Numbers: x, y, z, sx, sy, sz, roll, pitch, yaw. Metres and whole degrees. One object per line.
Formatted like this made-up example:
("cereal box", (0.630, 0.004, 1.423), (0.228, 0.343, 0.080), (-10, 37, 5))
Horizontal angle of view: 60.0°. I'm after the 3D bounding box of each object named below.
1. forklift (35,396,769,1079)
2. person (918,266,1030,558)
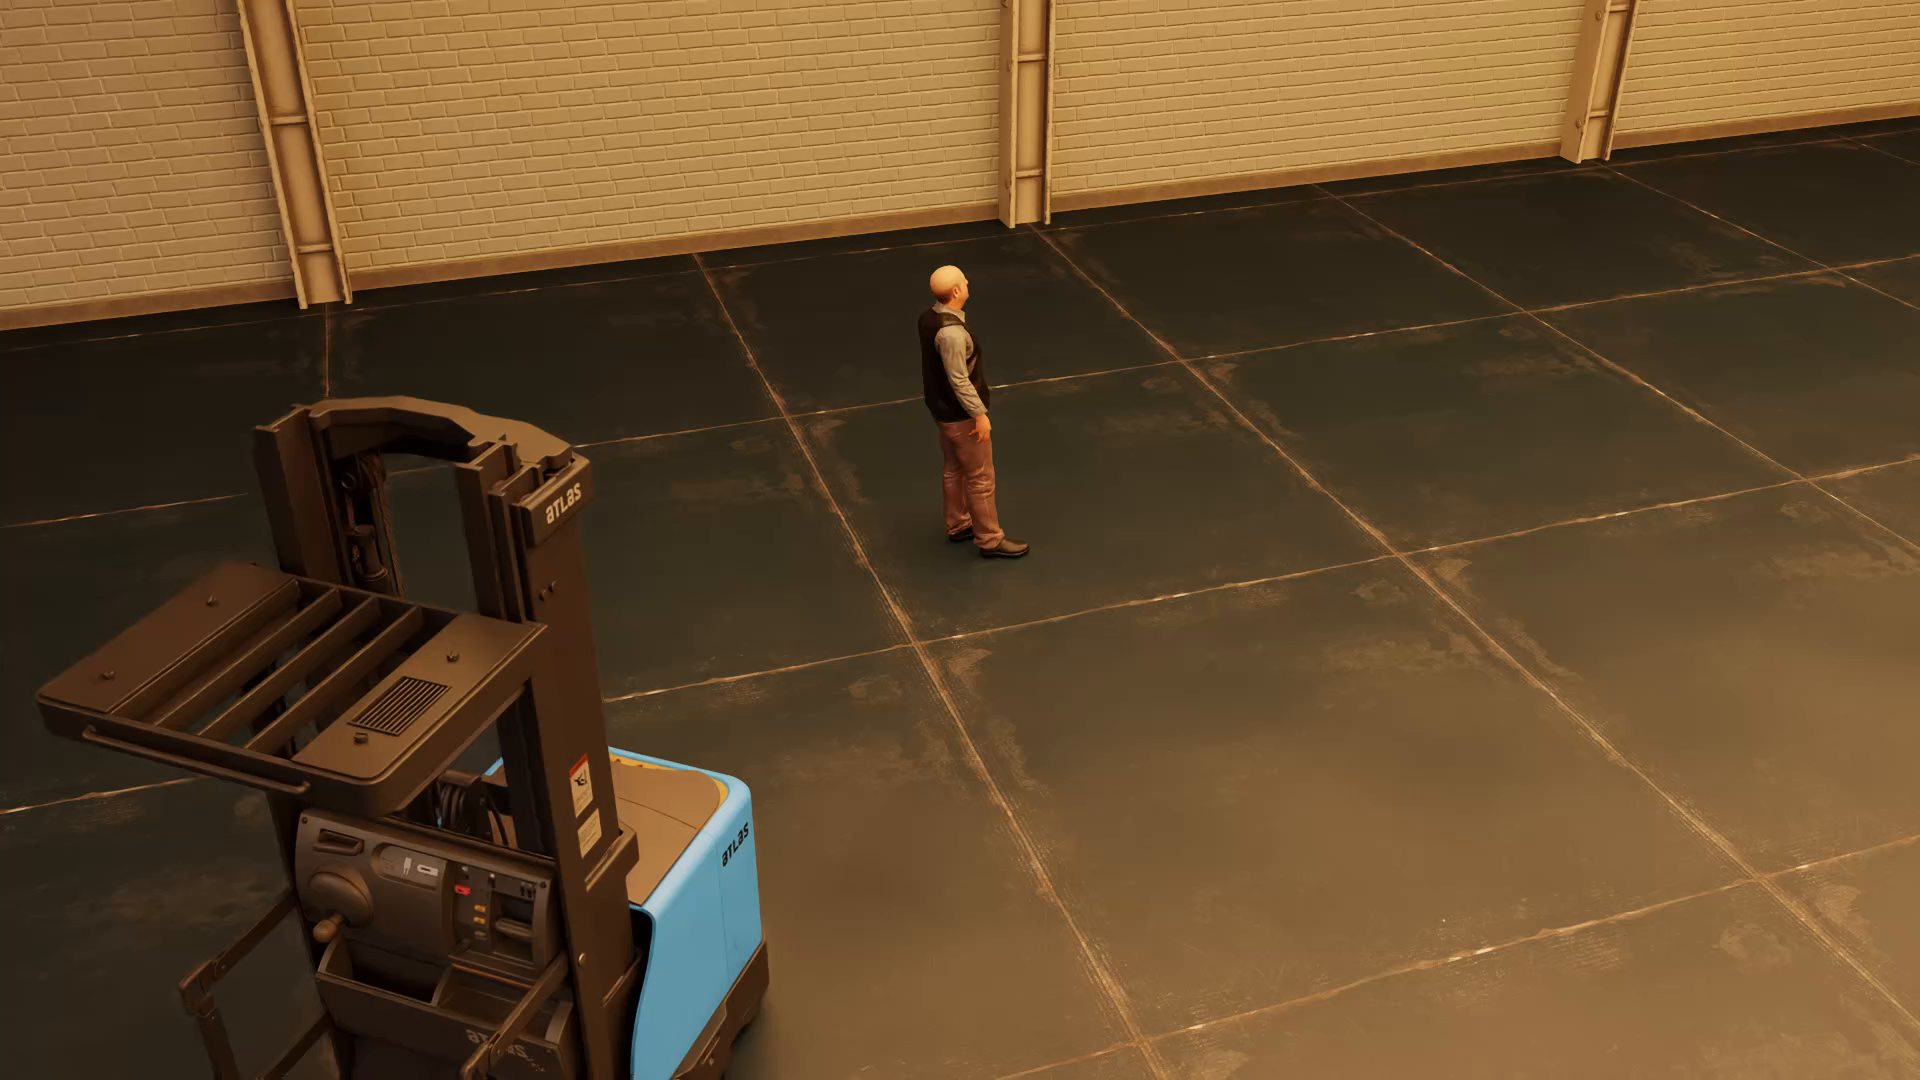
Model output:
("forklift", (-1.760, 1.175, 5.045), (1.130, 2.935, 3.031), (10, 32, 17))
("person", (0.062, -0.759, 9.605), (0.566, 1.722, 0.633), (-10, 31, -16))
